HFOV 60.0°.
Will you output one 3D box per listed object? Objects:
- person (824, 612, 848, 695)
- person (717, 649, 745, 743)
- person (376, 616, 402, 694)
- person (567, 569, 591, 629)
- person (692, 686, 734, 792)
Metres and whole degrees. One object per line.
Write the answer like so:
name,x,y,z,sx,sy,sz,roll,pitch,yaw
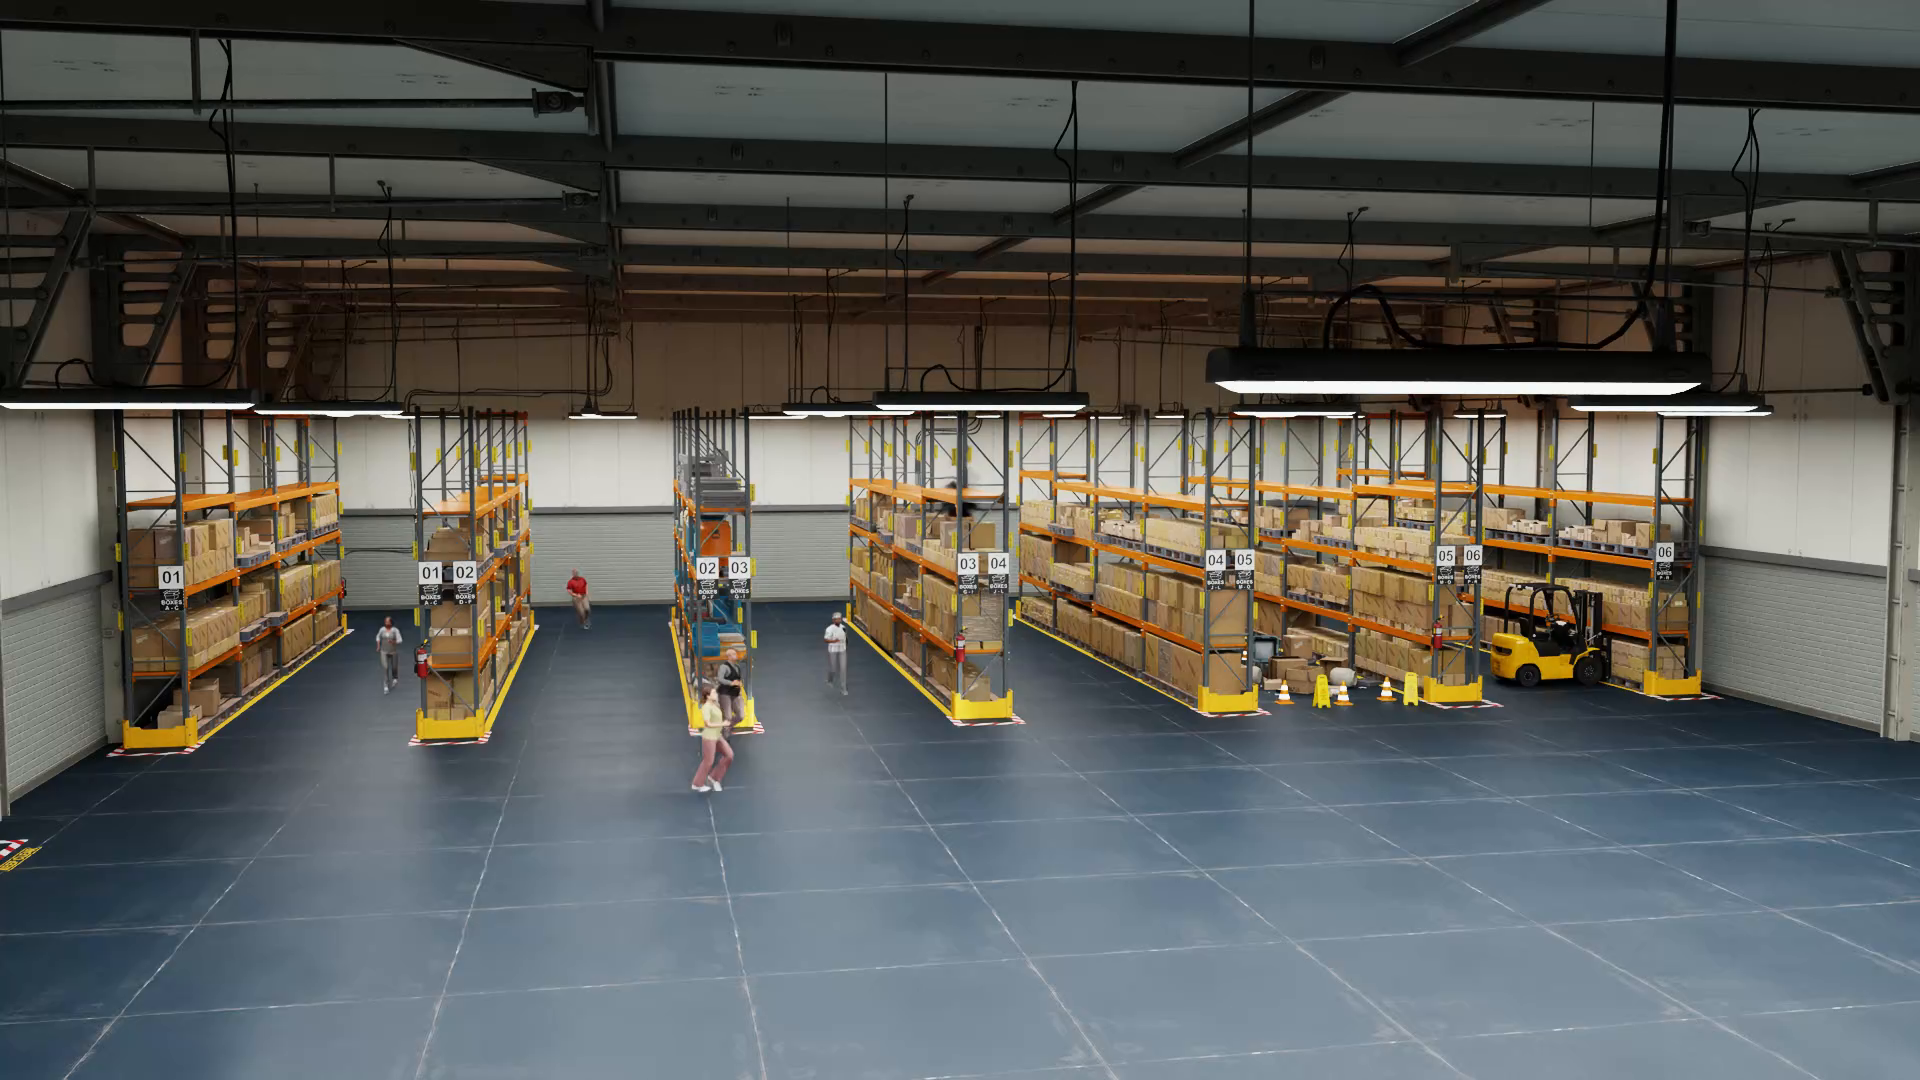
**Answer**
person,-2.577,2.358,34.924,0.575,1.691,0.901,-2,4,-22
person,-4.040,2.776,29.589,0.614,1.675,0.672,2,5,28
person,-12.088,2.405,35.173,0.513,1.585,0.881,-1,4,-14
person,-10.469,1.637,45.780,0.681,1.662,0.596,-3,5,-33
person,-3.810,3.068,25.583,0.668,1.668,0.548,1,4,13
